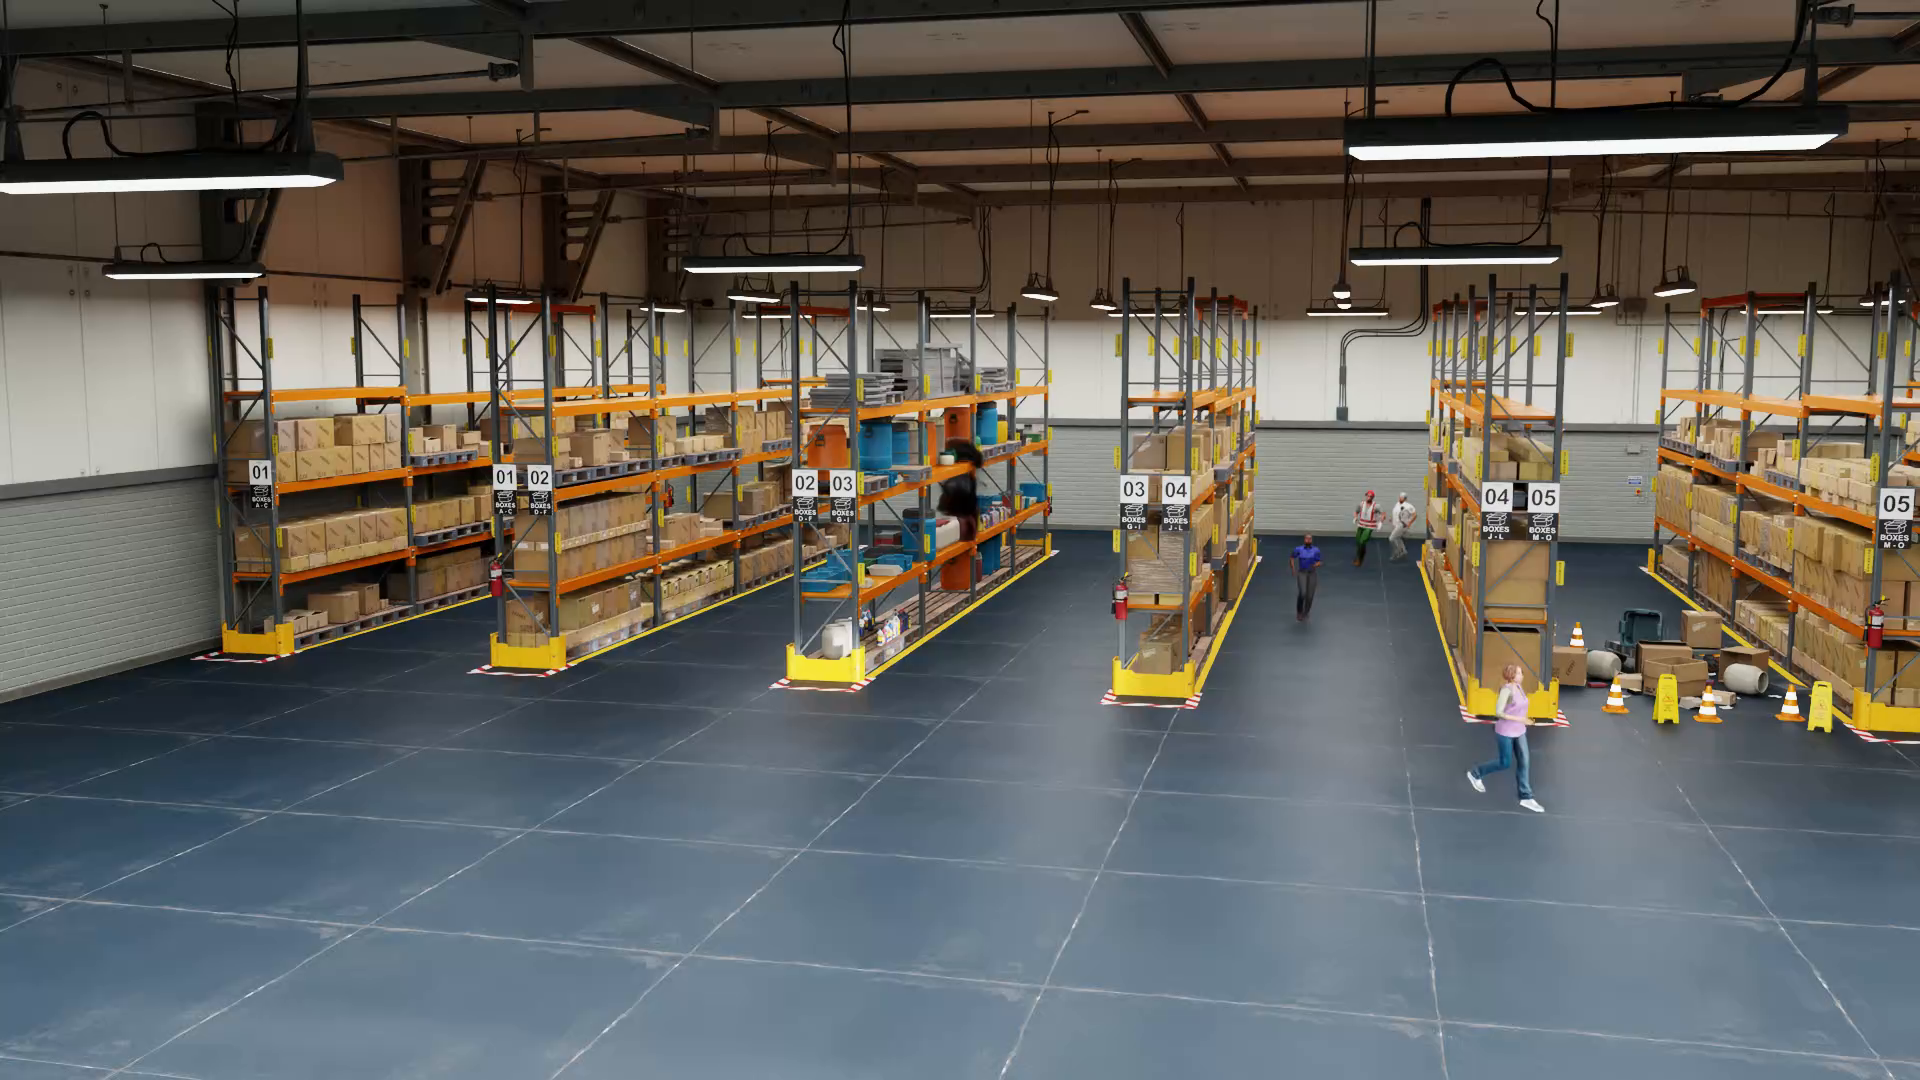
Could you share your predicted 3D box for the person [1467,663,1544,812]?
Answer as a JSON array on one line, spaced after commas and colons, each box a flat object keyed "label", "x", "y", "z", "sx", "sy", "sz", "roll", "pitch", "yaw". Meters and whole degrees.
[{"label": "person", "x": 5.987, "y": 2.122, "z": 18.179, "sx": 0.545, "sy": 1.592, "sz": 0.884, "roll": -6, "pitch": 9, "yaw": -42}]

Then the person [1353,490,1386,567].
[{"label": "person", "x": 9.372, "y": -0.261, "z": 38.317, "sx": 0.720, "sy": 1.787, "sz": 0.673, "roll": 5, "pitch": 9, "yaw": 40}]

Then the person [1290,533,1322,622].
[{"label": "person", "x": 6.344, "y": 0.690, "z": 30.452, "sx": 0.545, "sy": 1.644, "sz": 0.664, "roll": 0, "pitch": 7, "yaw": 2}]

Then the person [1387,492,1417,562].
[{"label": "person", "x": 10.400, "y": -0.295, "z": 39.212, "sx": 0.677, "sy": 1.681, "sz": 0.689, "roll": -2, "pitch": 7, "yaw": -17}]
